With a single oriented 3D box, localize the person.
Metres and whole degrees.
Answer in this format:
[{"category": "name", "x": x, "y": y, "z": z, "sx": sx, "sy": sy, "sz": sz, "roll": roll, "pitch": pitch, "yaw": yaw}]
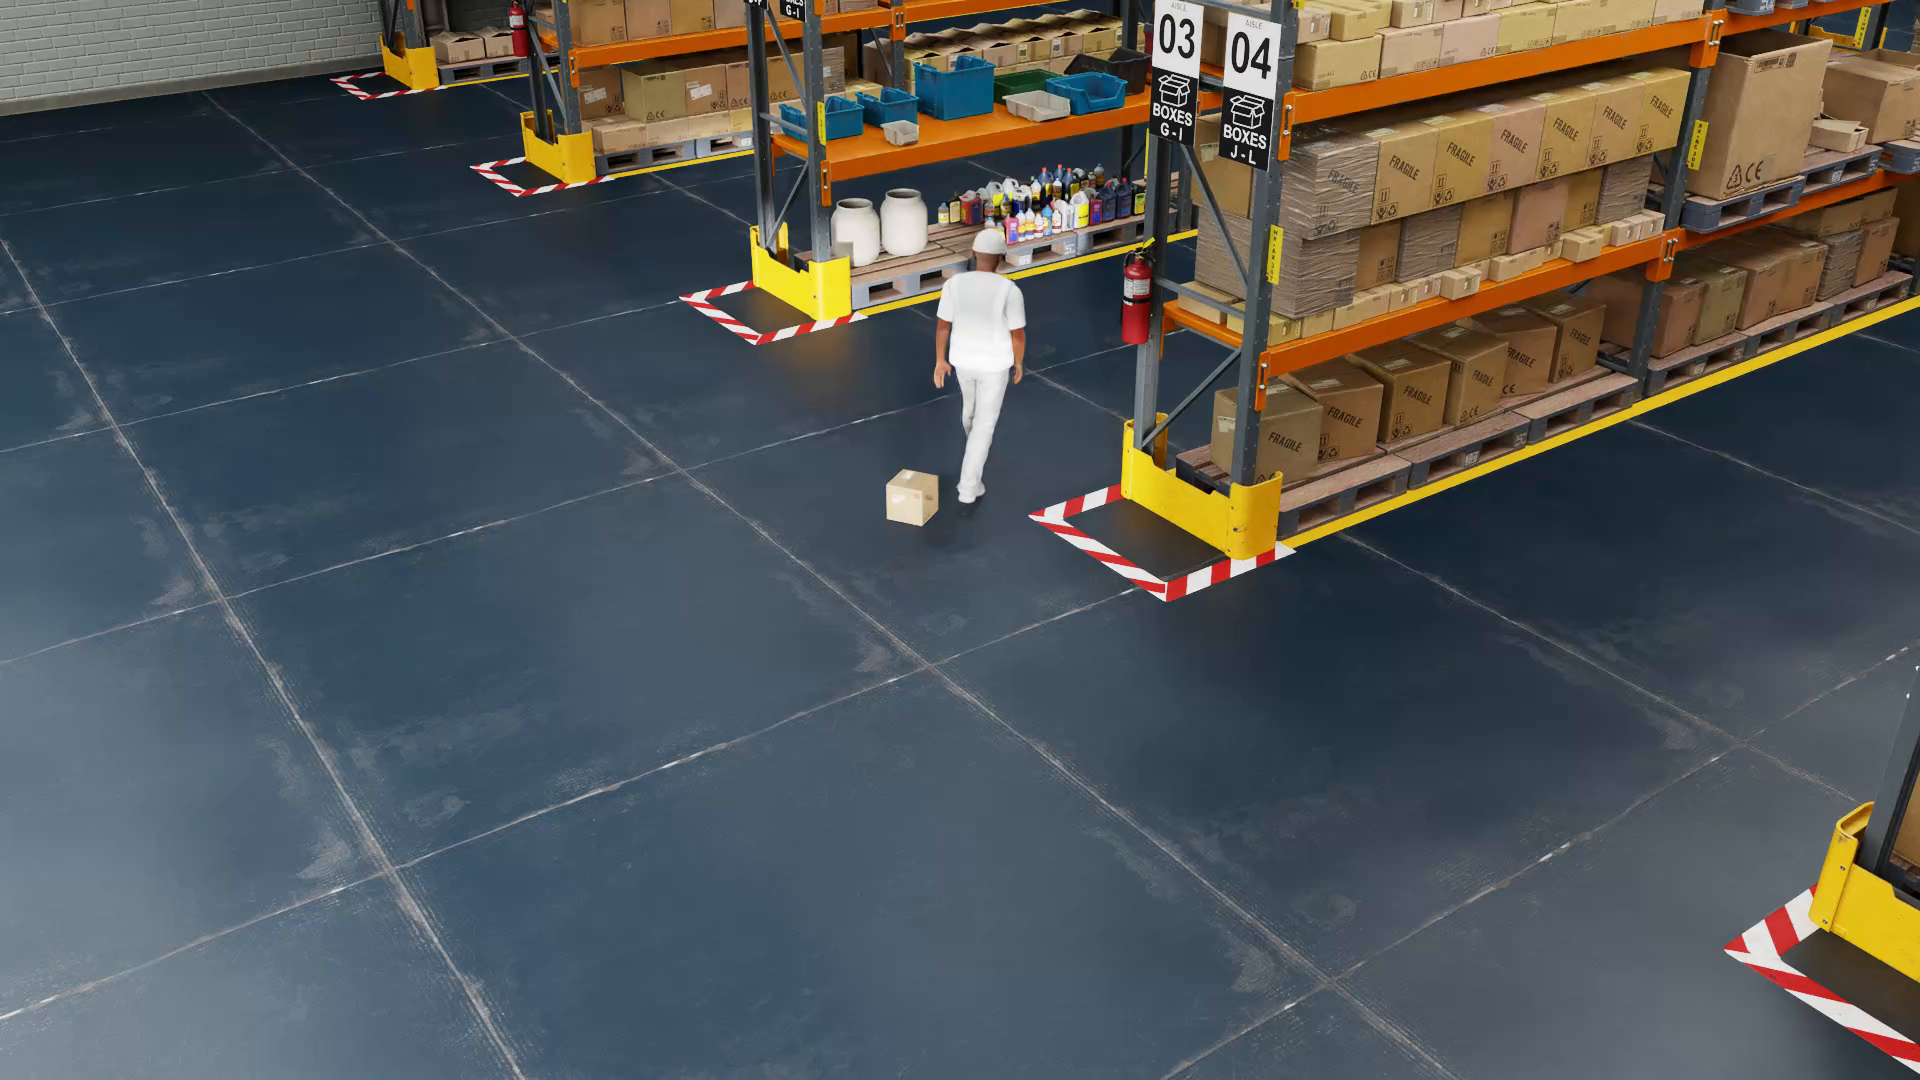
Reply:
[{"category": "person", "x": 0.154, "y": -1.180, "z": 10.798, "sx": 0.583, "sy": 1.713, "sz": 1.061, "roll": 12, "pitch": 31, "yaw": 21}]
